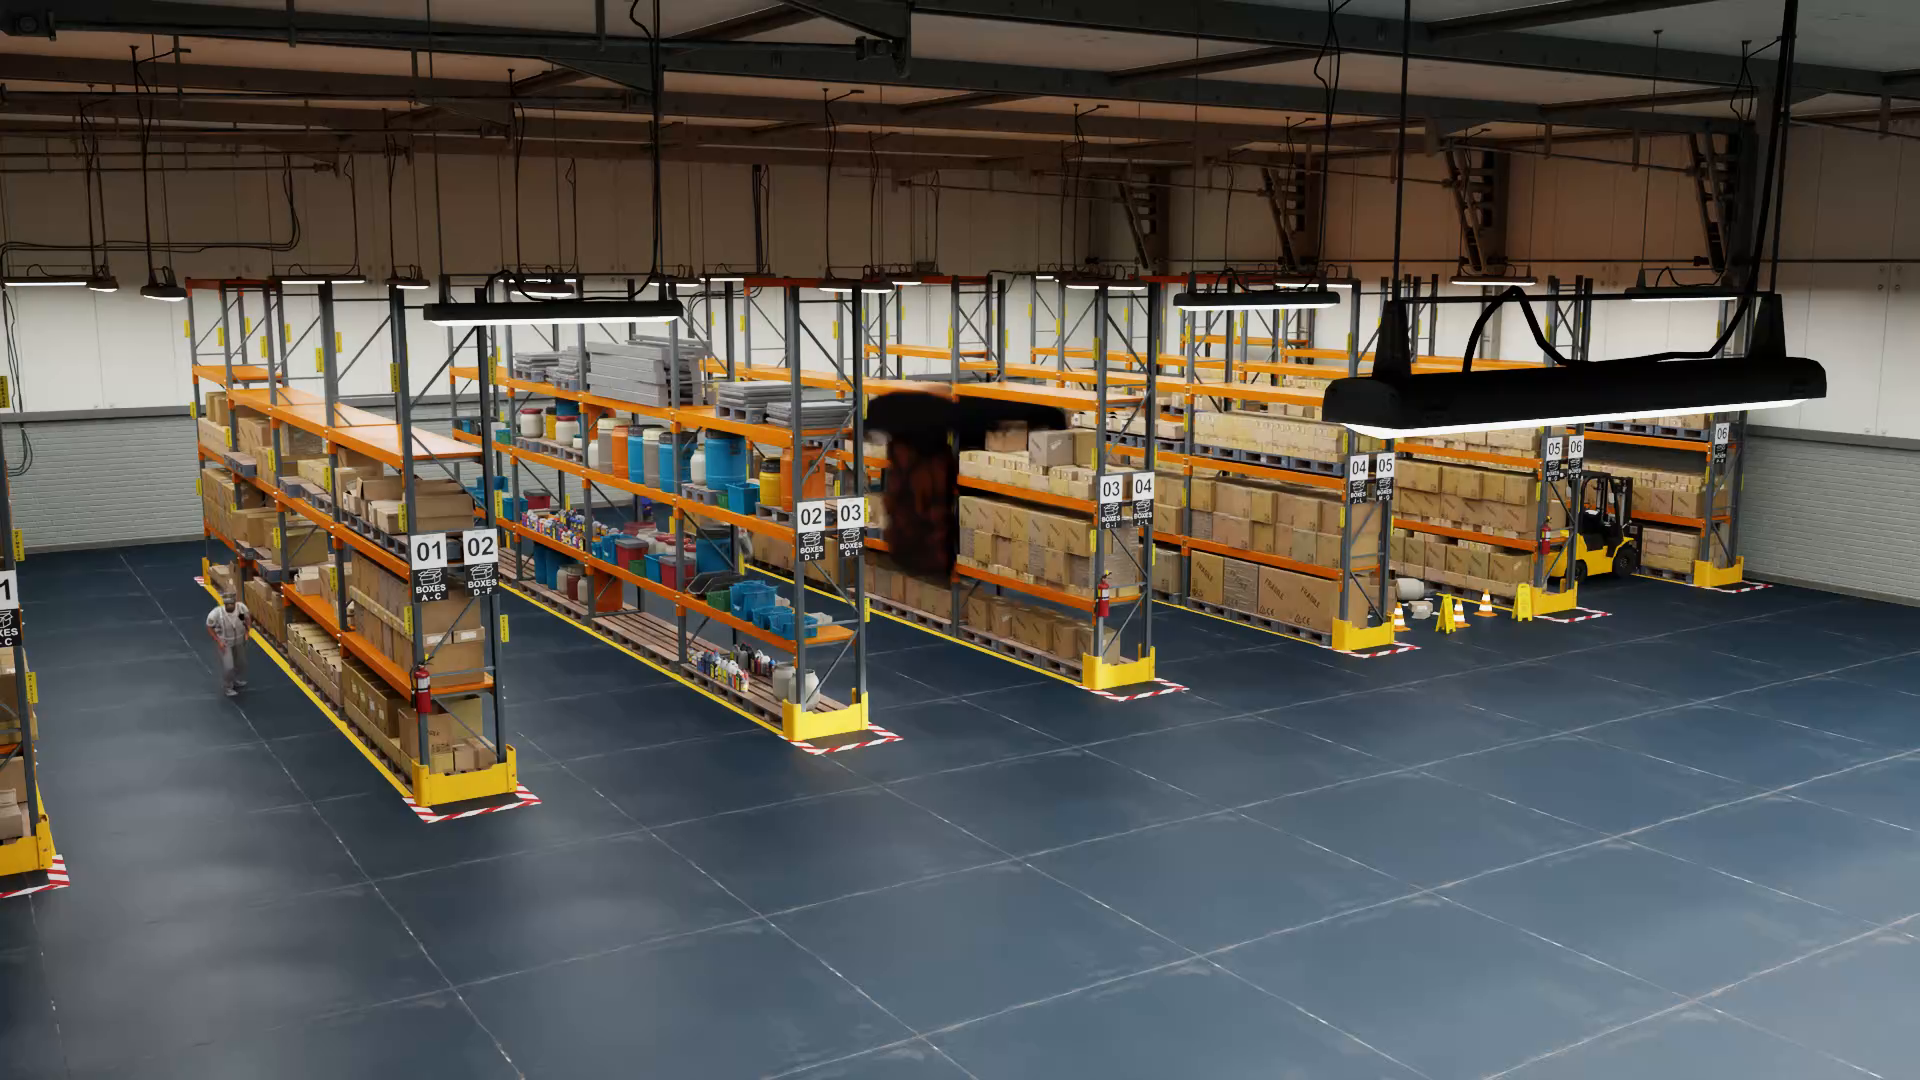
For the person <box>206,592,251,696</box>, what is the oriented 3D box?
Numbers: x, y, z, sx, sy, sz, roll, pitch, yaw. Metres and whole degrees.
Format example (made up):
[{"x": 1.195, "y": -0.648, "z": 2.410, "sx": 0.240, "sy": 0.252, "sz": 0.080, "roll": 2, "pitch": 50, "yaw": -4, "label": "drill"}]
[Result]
[{"x": -10.715, "y": 1.485, "z": 24.392, "sx": 0.896, "sy": 1.596, "sz": 0.712, "roll": 7, "pitch": 12, "yaw": 38, "label": "person"}]

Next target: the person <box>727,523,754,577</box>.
[{"x": -4.259, "y": -0.067, "z": 32.350, "sx": 0.720, "sy": 1.672, "sz": 0.828, "roll": -9, "pitch": 13, "yaw": -41, "label": "person"}]

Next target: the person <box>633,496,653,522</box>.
[{"x": -6.742, "y": -0.407, "z": 35.402, "sx": 0.544, "sy": 1.705, "sz": 0.862, "roll": -6, "pitch": 11, "yaw": -33, "label": "person"}]

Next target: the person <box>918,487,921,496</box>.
[{"x": -0.817, "y": -1.505, "z": 41.913, "sx": 0.838, "sy": 1.639, "sz": 0.554, "roll": 2, "pitch": 10, "yaw": 10, "label": "person"}]
